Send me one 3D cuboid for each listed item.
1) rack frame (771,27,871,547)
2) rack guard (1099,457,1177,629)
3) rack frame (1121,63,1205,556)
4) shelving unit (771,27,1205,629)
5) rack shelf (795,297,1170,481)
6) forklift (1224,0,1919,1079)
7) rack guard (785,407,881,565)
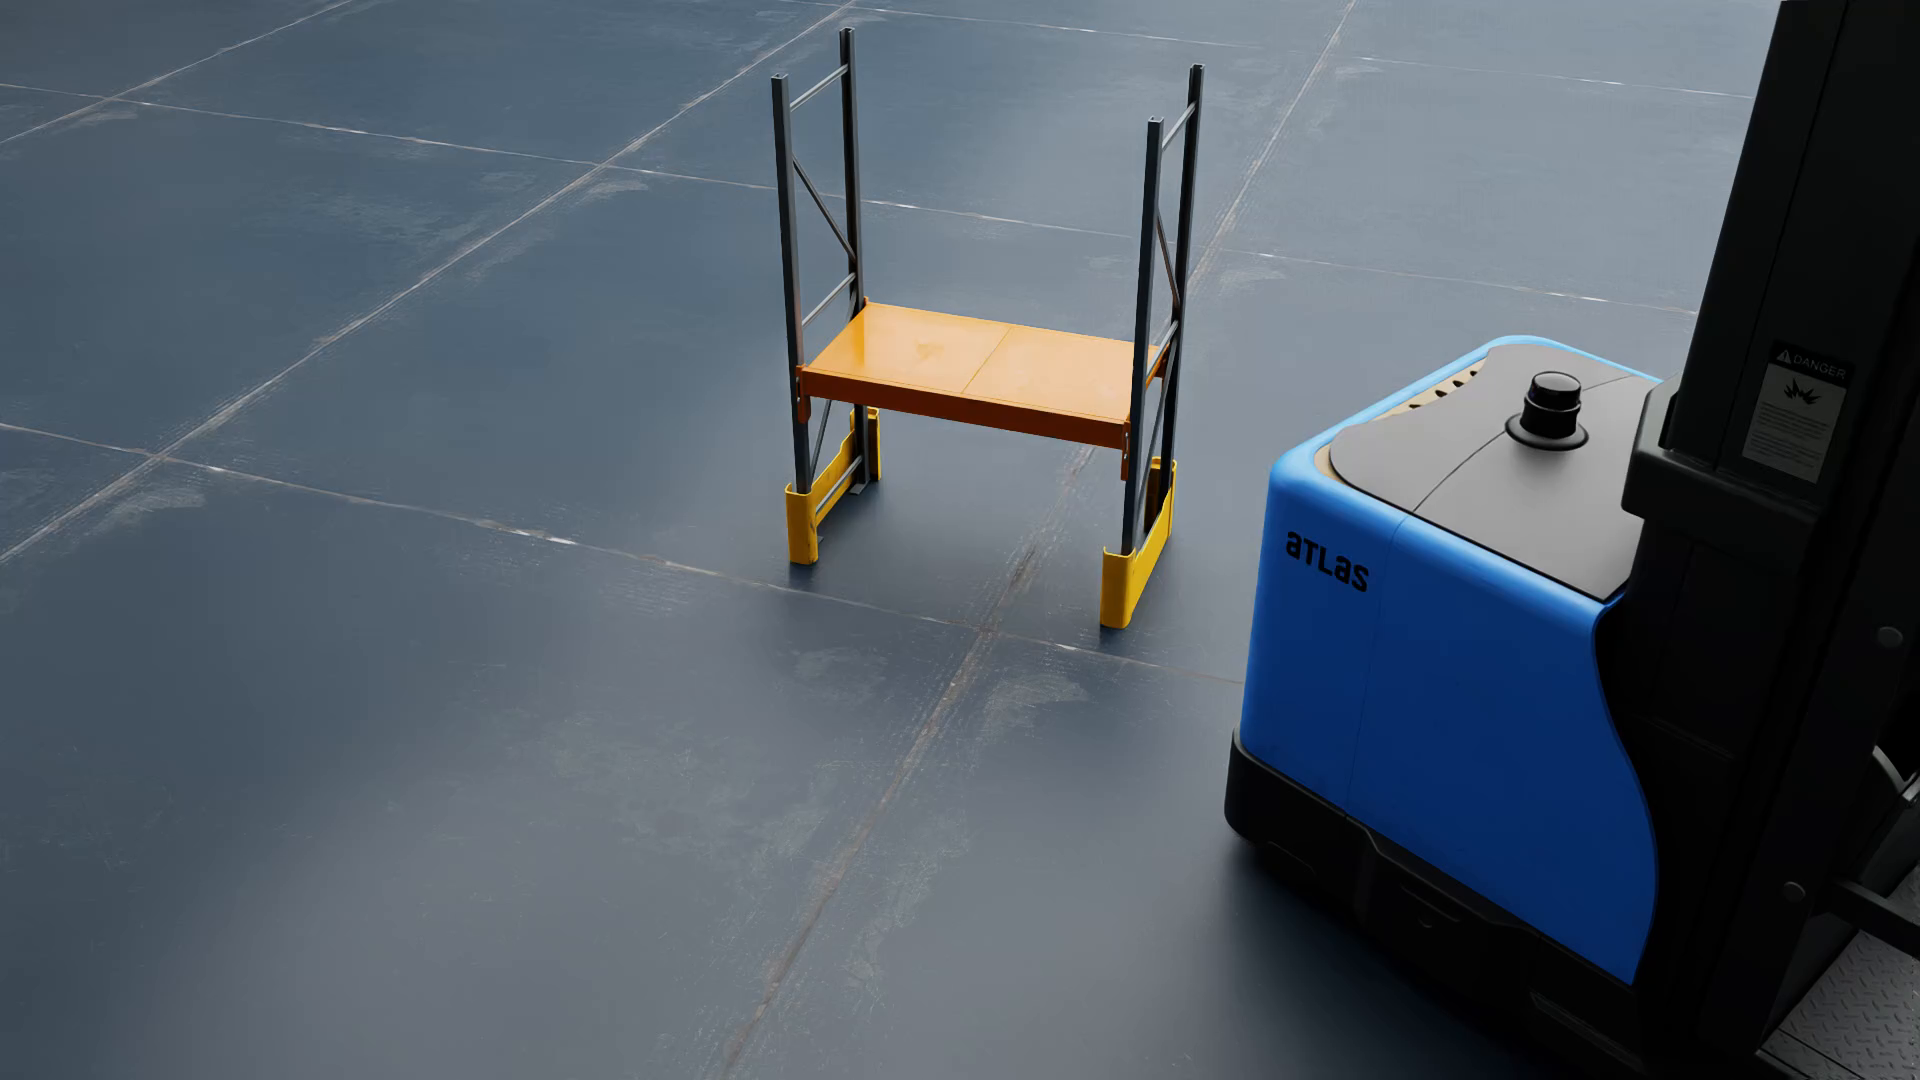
[{"bbox_3d":[-0.398,-0.708,4.963,0.032,1.500,0.500,11,34,16],"label":"rack frame"},{"bbox_3d":[0.541,0.000,5.019,0.087,0.250,0.587,11,34,16],"label":"rack guard"},{"bbox_3d":[0.559,-0.521,4.675,0.032,1.500,0.500,11,34,16],"label":"rack frame"},{"bbox_3d":[0.072,-0.616,4.822,1.083,1.500,0.587,11,34,16],"label":"shelving unit"},{"bbox_3d":[0.080,-0.463,4.917,1.000,0.185,0.538,11,34,16],"label":"rack shelf"},{"bbox_3d":[2.016,-0.090,2.687,1.130,2.935,3.031,-27,41,-35],"label":"forklift"},{"bbox_3d":[-0.397,-0.182,5.302,0.087,0.250,0.587,11,34,16],"label":"rack guard"}]
